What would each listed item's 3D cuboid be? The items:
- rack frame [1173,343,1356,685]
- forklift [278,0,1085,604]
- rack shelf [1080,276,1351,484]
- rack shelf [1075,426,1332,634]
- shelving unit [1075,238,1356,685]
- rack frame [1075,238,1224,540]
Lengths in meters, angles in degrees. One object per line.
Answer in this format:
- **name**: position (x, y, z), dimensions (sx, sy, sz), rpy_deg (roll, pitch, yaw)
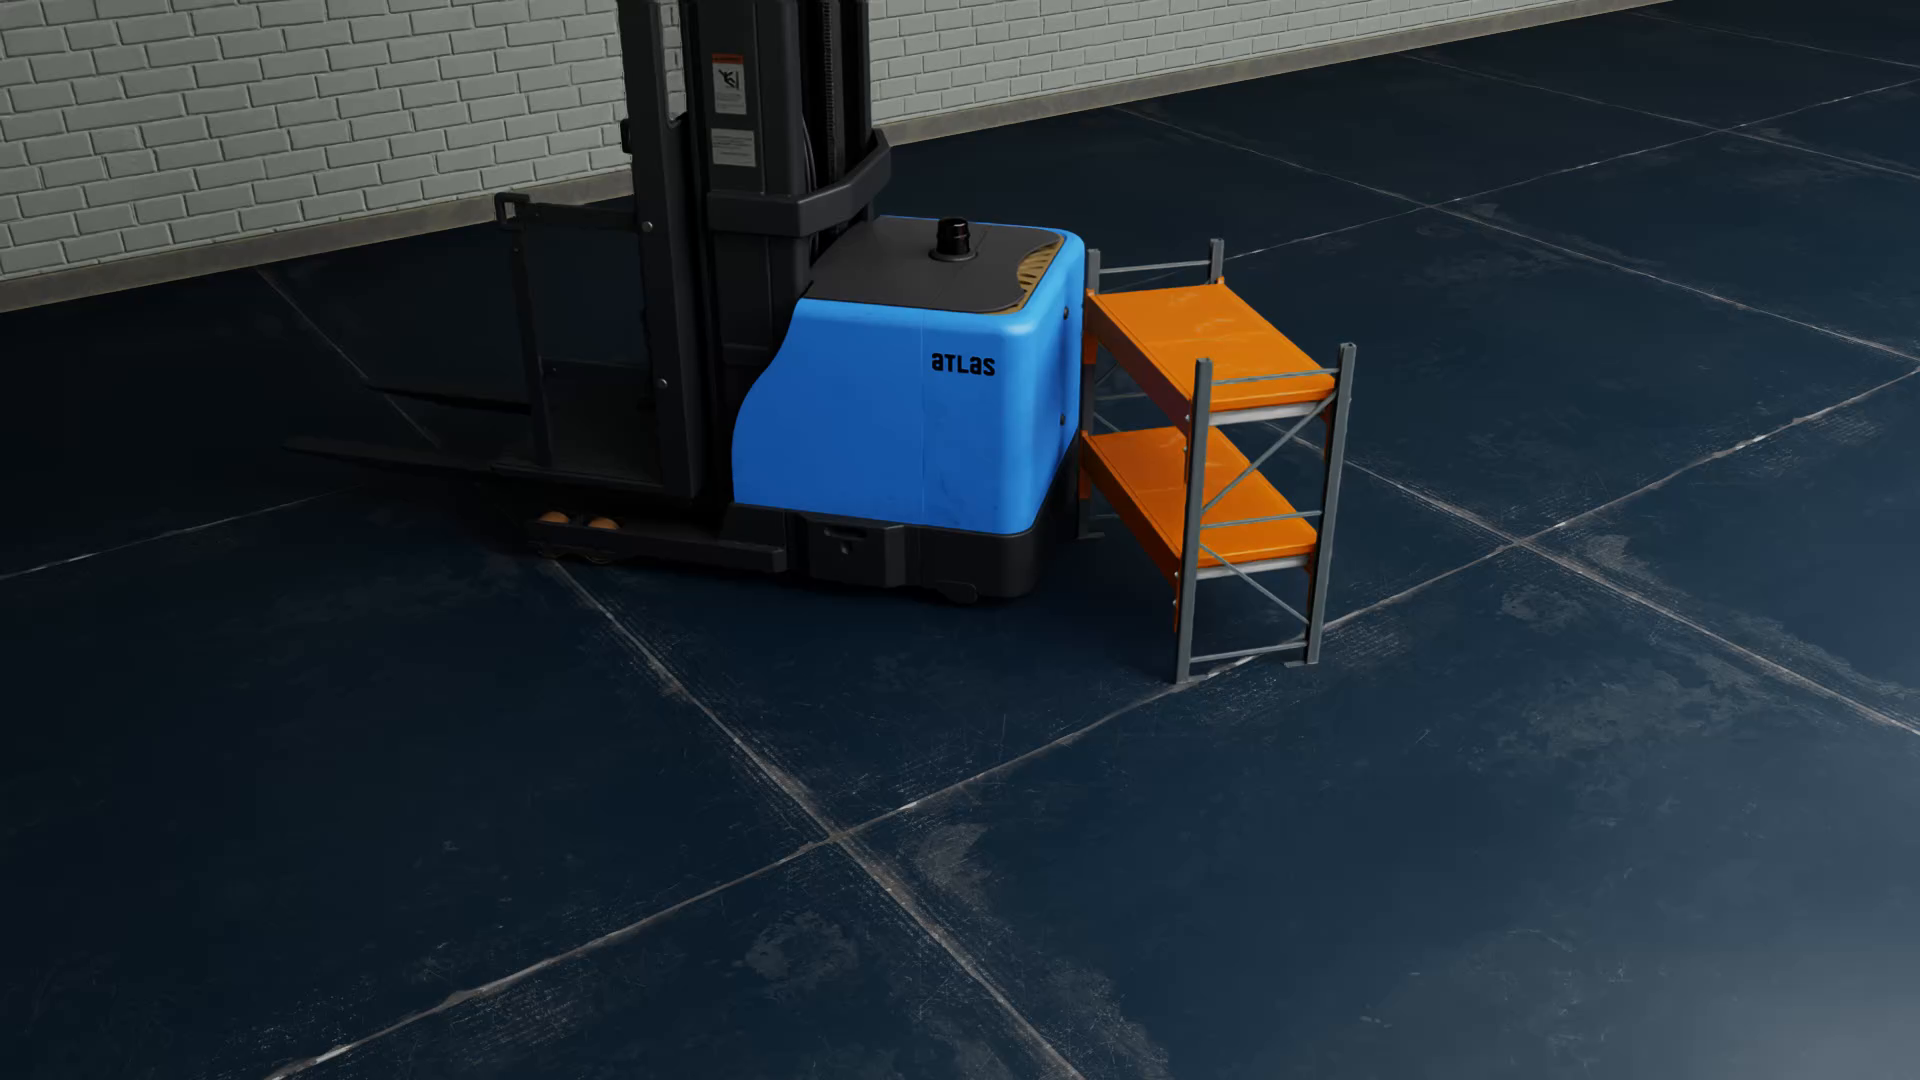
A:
- **rack frame**: position (0.937, -0.061, 5.183), dimensions (0.500, 1.125, 0.032), rpy_deg (-7, 29, -13)
- **forklift**: position (-1.105, -1.435, 5.822), dimensions (3.031, 2.935, 1.130), rpy_deg (7, 29, 13)
- **rack shelf**: position (0.808, -0.553, 5.476), dimensions (0.538, 0.278, 1.000), rpy_deg (-7, 29, -13)
- **rack shelf**: position (0.808, -0.080, 5.732), dimensions (0.538, 0.278, 1.000), rpy_deg (-7, 29, -13)
- **shelving unit**: position (0.808, -0.295, 5.615), dimensions (0.538, 1.125, 1.048), rpy_deg (-7, 29, -13)
- **rack frame**: position (0.680, -0.530, 6.047), dimensions (0.500, 1.125, 0.032), rpy_deg (-7, 29, -13)
